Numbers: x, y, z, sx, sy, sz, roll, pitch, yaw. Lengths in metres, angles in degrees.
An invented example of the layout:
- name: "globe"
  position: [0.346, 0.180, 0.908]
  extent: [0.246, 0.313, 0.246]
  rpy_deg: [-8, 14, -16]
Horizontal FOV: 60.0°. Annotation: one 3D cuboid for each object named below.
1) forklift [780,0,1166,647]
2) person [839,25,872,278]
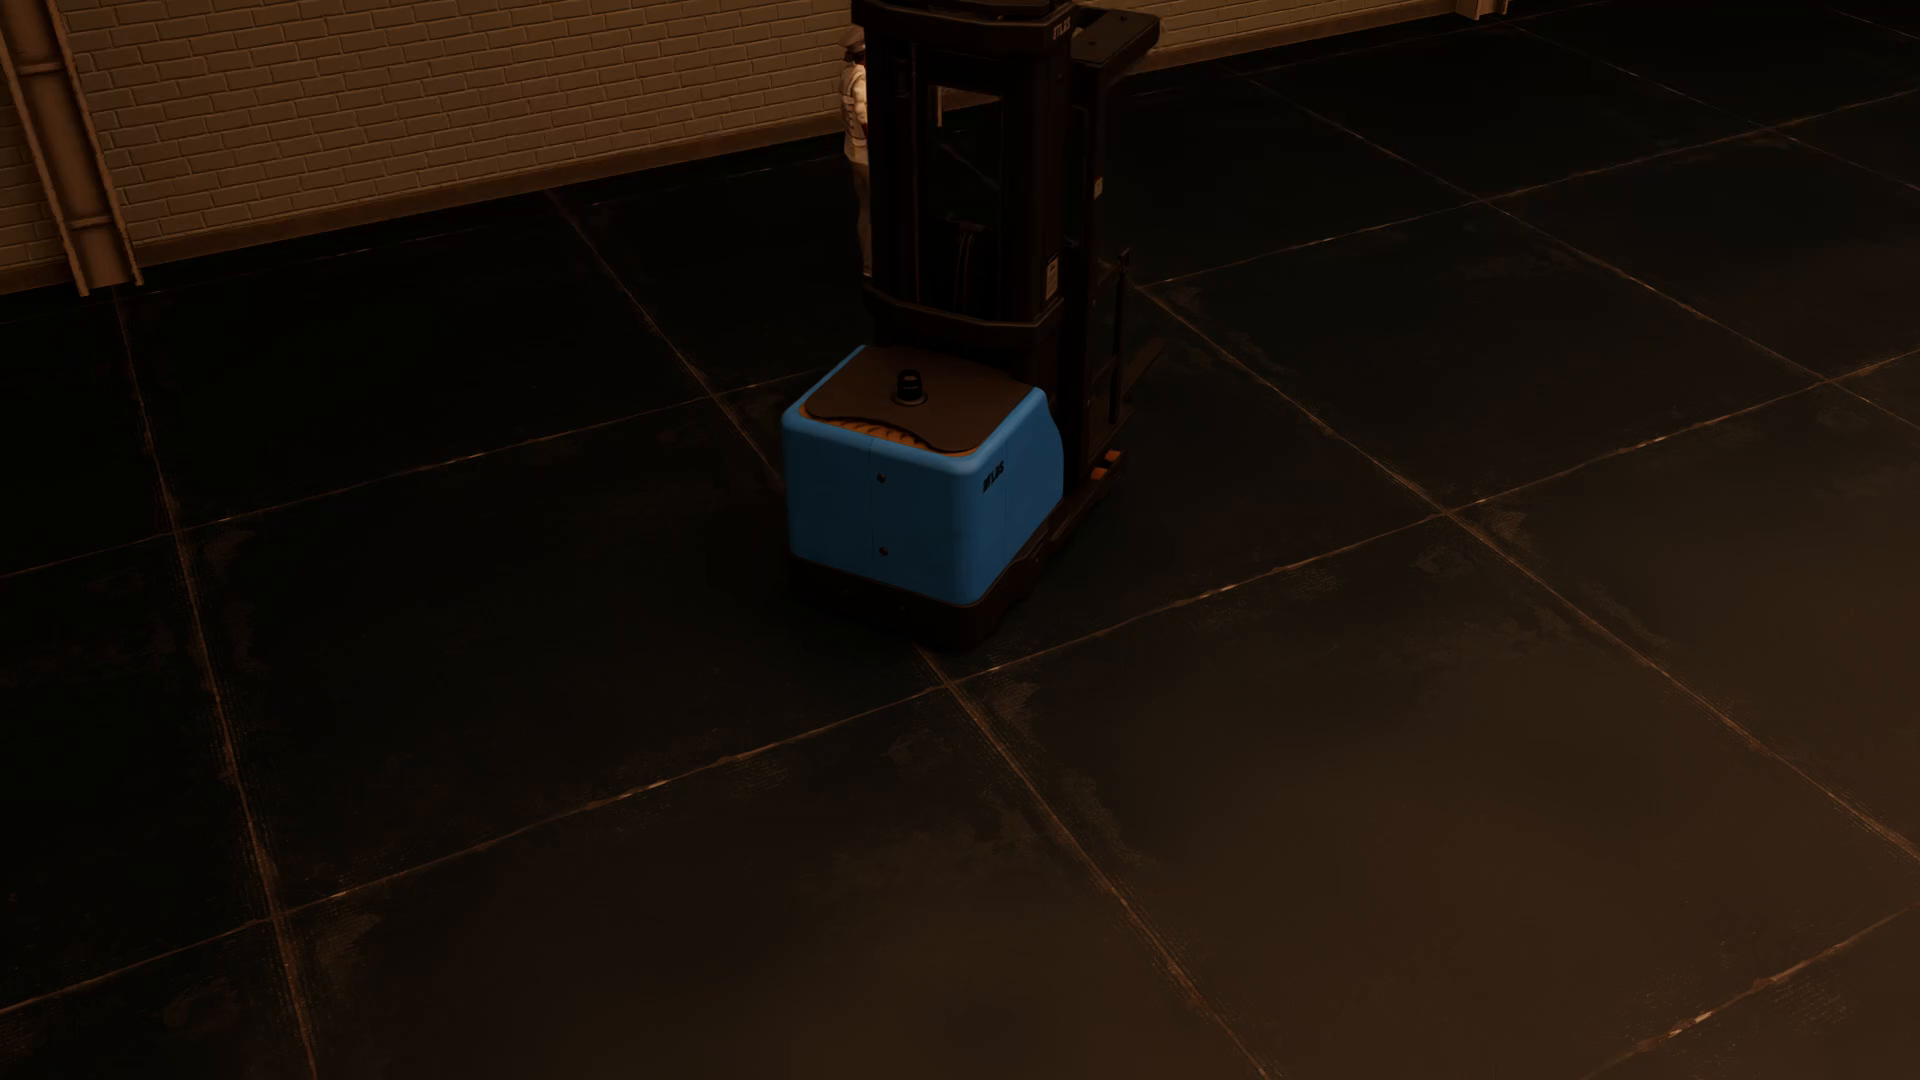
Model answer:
- name: "forklift"
  position: [0.265, -1.529, 8.286]
  extent: [1.130, 2.935, 3.031]
  rpy_deg: [16, 38, 21]
- name: "person"
  position: [-0.495, -2.478, 10.695]
  extent: [0.525, 1.697, 0.564]
  rpy_deg: [-12, 37, -16]
